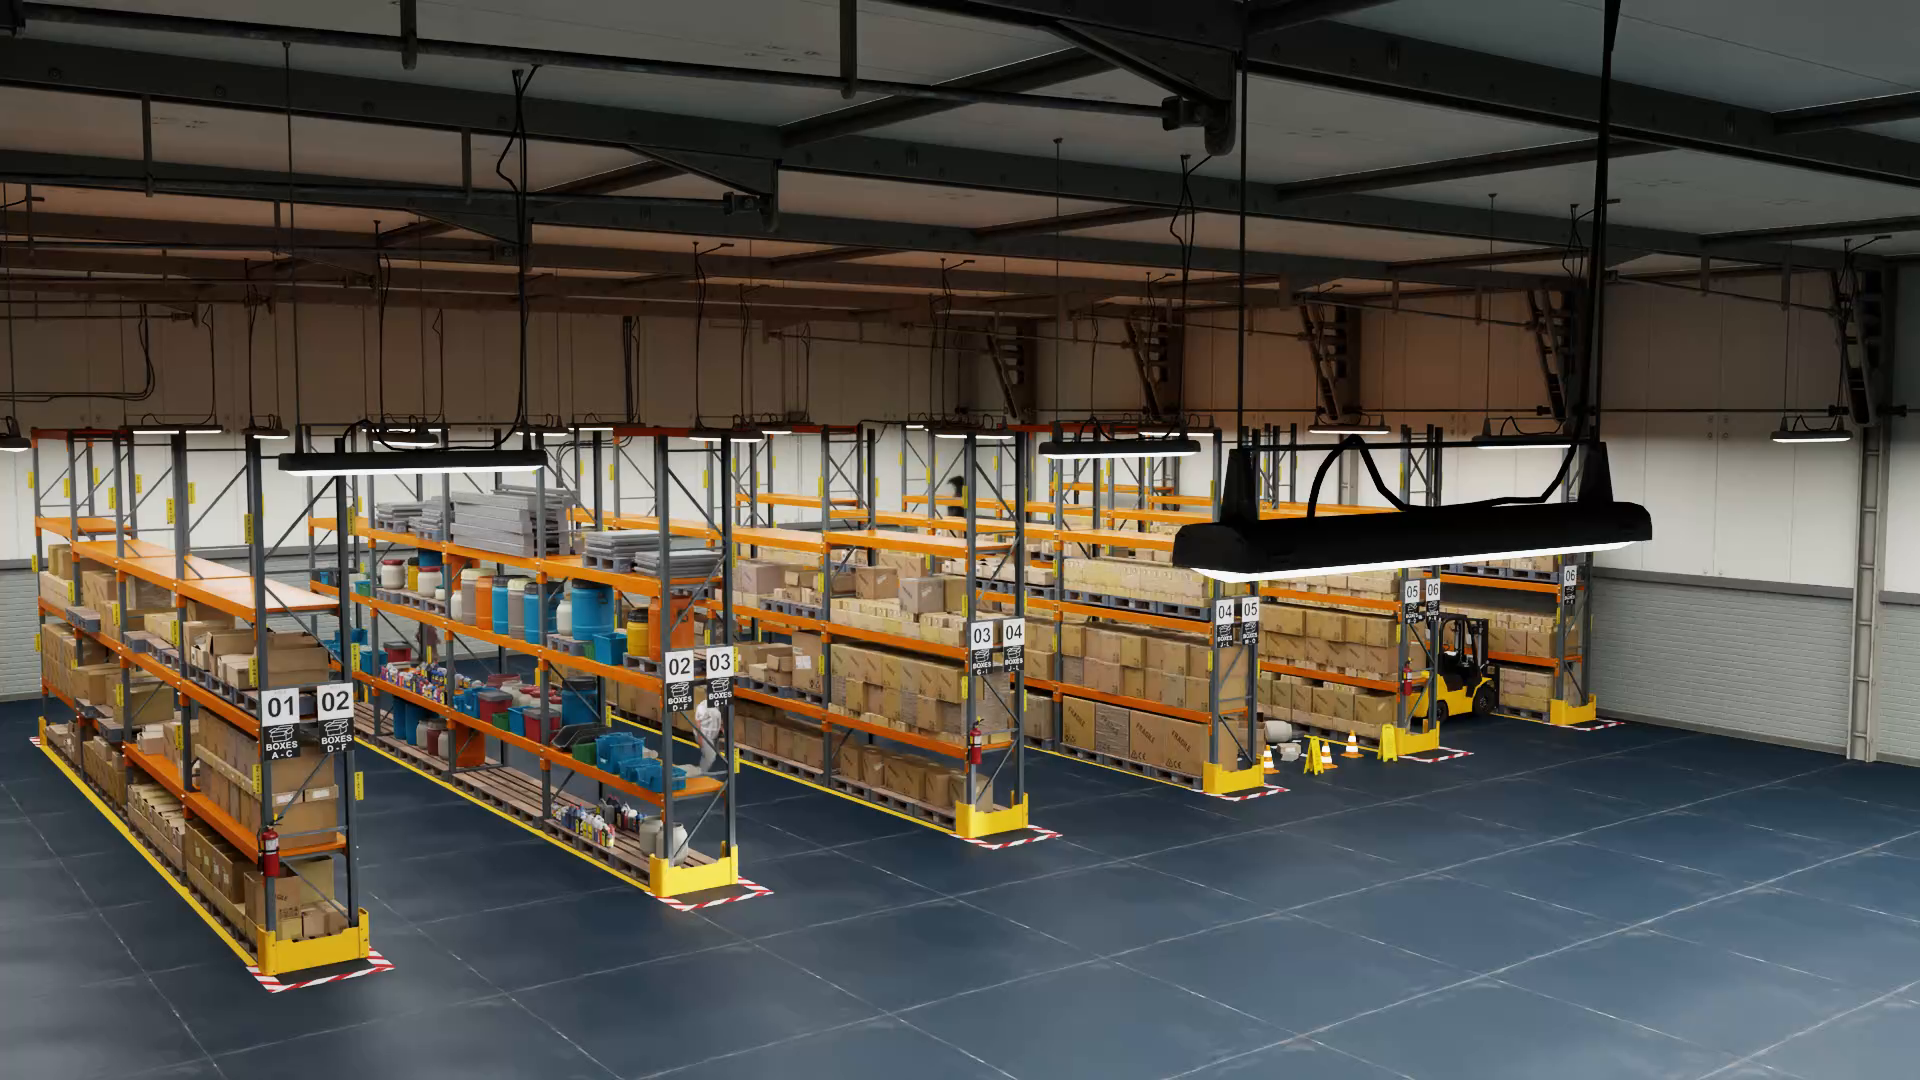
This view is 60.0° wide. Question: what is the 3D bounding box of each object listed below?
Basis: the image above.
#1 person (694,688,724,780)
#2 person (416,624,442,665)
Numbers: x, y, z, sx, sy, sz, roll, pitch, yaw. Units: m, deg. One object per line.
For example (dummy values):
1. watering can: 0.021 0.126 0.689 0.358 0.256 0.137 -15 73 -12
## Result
1. person: -4.225 3.299 27.939 0.649 1.734 0.632 1 5 18
2. person: -11.955 2.520 37.398 1.038 1.720 0.756 0 4 -4
